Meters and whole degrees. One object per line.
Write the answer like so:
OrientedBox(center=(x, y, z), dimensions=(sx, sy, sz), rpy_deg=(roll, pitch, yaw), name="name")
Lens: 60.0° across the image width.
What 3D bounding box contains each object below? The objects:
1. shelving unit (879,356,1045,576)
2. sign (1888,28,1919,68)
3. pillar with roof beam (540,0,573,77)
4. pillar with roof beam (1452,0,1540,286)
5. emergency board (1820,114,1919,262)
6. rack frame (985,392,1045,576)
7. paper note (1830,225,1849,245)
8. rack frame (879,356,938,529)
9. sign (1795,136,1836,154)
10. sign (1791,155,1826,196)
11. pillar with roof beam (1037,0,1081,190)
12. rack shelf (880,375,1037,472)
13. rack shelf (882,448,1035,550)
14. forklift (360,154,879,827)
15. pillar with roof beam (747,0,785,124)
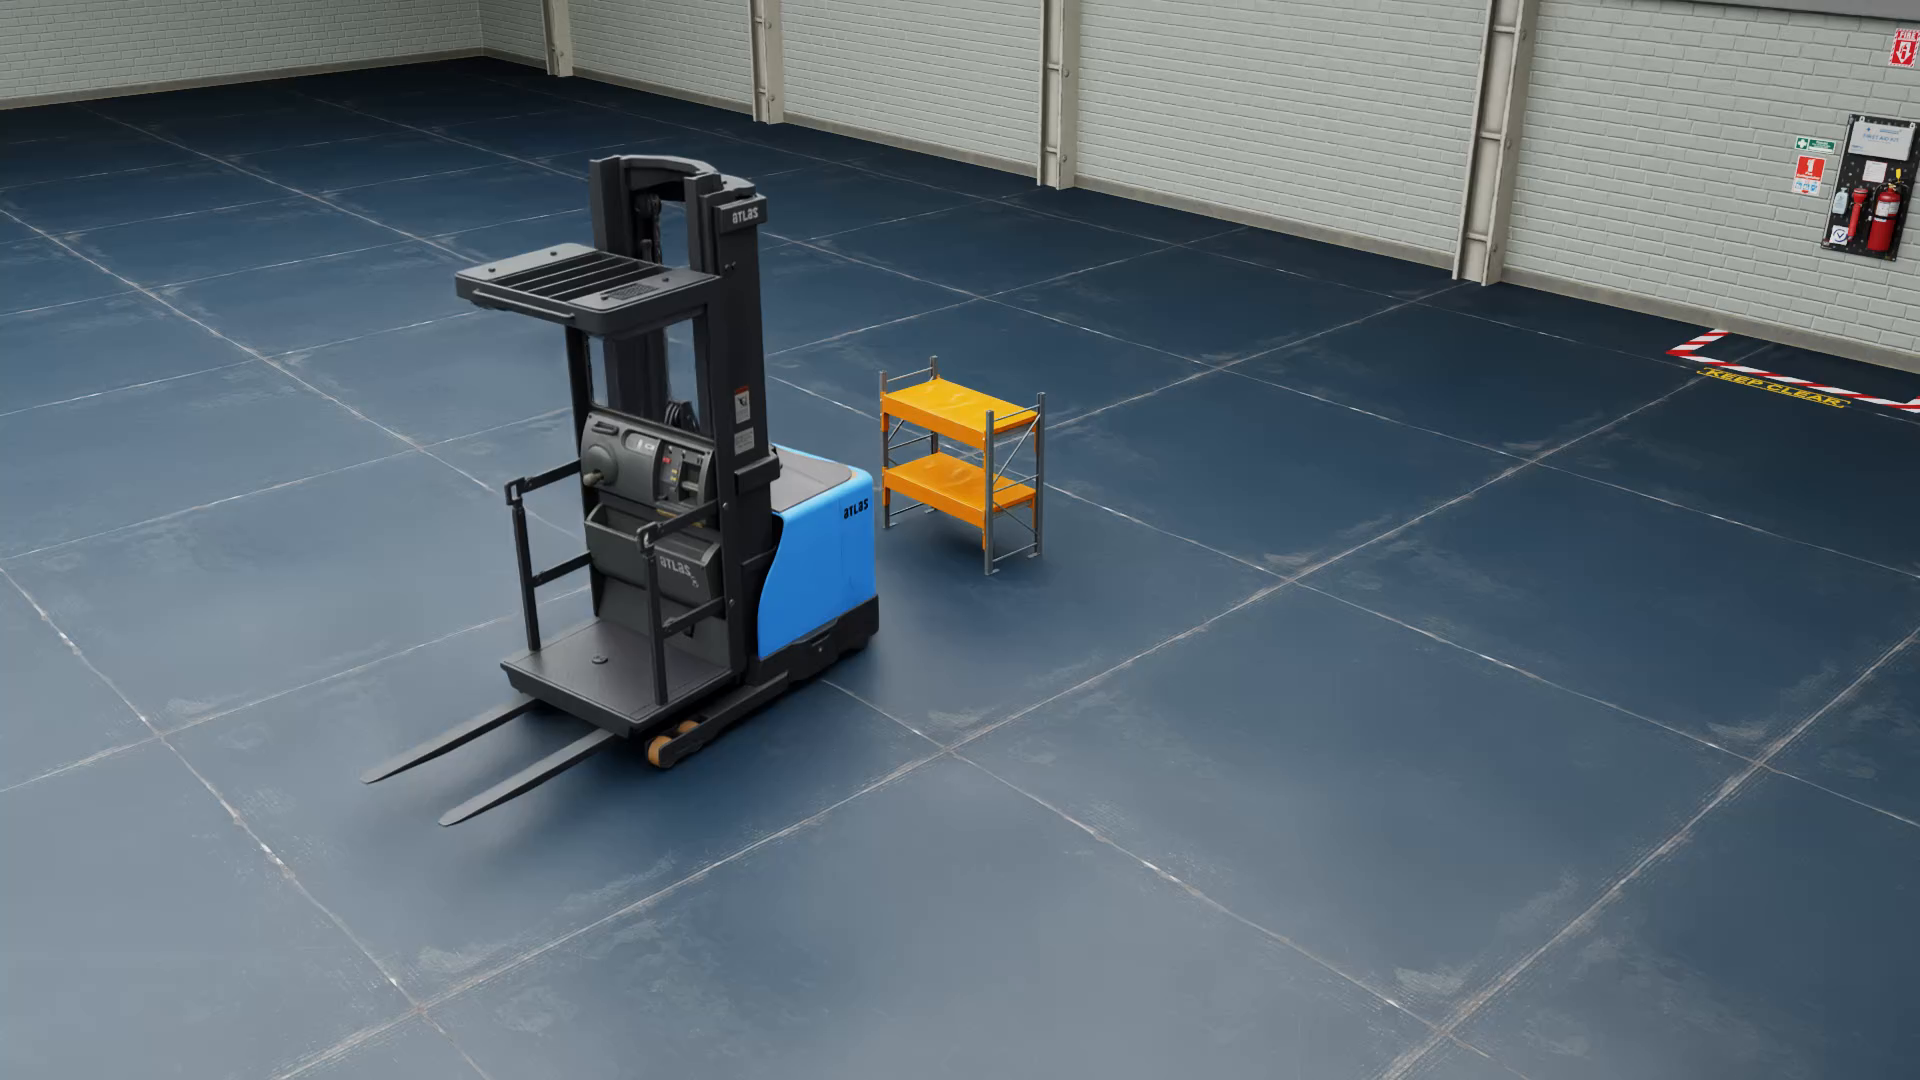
OrientedBox(center=(0.005, -0.510, 11.012), dimensions=(0.538, 1.125, 1.048), rpy_deg=(-21, 32, -38), name="shelving unit")
OrientedBox(center=(7.830, -4.077, 13.780), dimensions=(0.001, 0.298, 0.199), rpy_deg=(-21, 32, -38), name="sign")
OrientedBox(center=(-10.122, -11.012, 24.546), dimensions=(9.100, 9.000, 0.400), rpy_deg=(-21, 32, -38), name="pillar with roof beam")
OrientedBox(center=(2.181, -5.558, 12.592), dimensions=(9.100, 9.000, 0.400), rpy_deg=(-21, 32, -38), name="pillar with roof beam")
OrientedBox(center=(7.763, -2.992, 14.194), dimensions=(0.194, 1.169, 0.643), rpy_deg=(-21, 32, -38), name="emergency board")
OrientedBox(center=(0.352, -0.356, 10.674), dimensions=(0.500, 1.125, 0.032), rpy_deg=(-21, 32, -38), name="rack frame")
OrientedBox(center=(7.692, -2.664, 14.537), dimensions=(0.016, 0.148, 0.142), rpy_deg=(-21, 32, -38), name="paper note")
OrientedBox(center=(-0.343, -0.664, 11.350), dimensions=(0.500, 1.125, 0.032), rpy_deg=(-21, 32, -38), name="rack frame")
OrientedBox(center=(7.457, -3.442, 14.499), dimensions=(0.001, 0.109, 0.331), rpy_deg=(-21, 32, -38), name="sign")
OrientedBox(center=(7.460, -3.205, 14.618), dimensions=(0.001, 0.329, 0.234), rpy_deg=(-21, 32, -38), name="sign")
OrientedBox(center=(-1.920, -7.376, 16.576), dimensions=(9.100, 9.000, 0.400), rpy_deg=(-21, 32, -38), name="pillar with roof beam")
OrientedBox(center=(0.005, -0.776, 10.891), dimensions=(0.538, 0.278, 1.000), rpy_deg=(-21, 32, -38), name="rack shelf")
OrientedBox(center=(0.005, -0.287, 11.114), dimensions=(0.538, 0.278, 1.000), rpy_deg=(-21, 32, -38), name="rack shelf")
OrientedBox(center=(-1.768, -0.376, 8.544), dimensions=(1.130, 2.935, 3.031), rpy_deg=(17, 30, 33), name="forklift")
OrientedBox(center=(-6.021, -9.194, 20.561), dimensions=(9.100, 9.000, 0.400), rpy_deg=(-21, 32, -38), name="pillar with roof beam")
